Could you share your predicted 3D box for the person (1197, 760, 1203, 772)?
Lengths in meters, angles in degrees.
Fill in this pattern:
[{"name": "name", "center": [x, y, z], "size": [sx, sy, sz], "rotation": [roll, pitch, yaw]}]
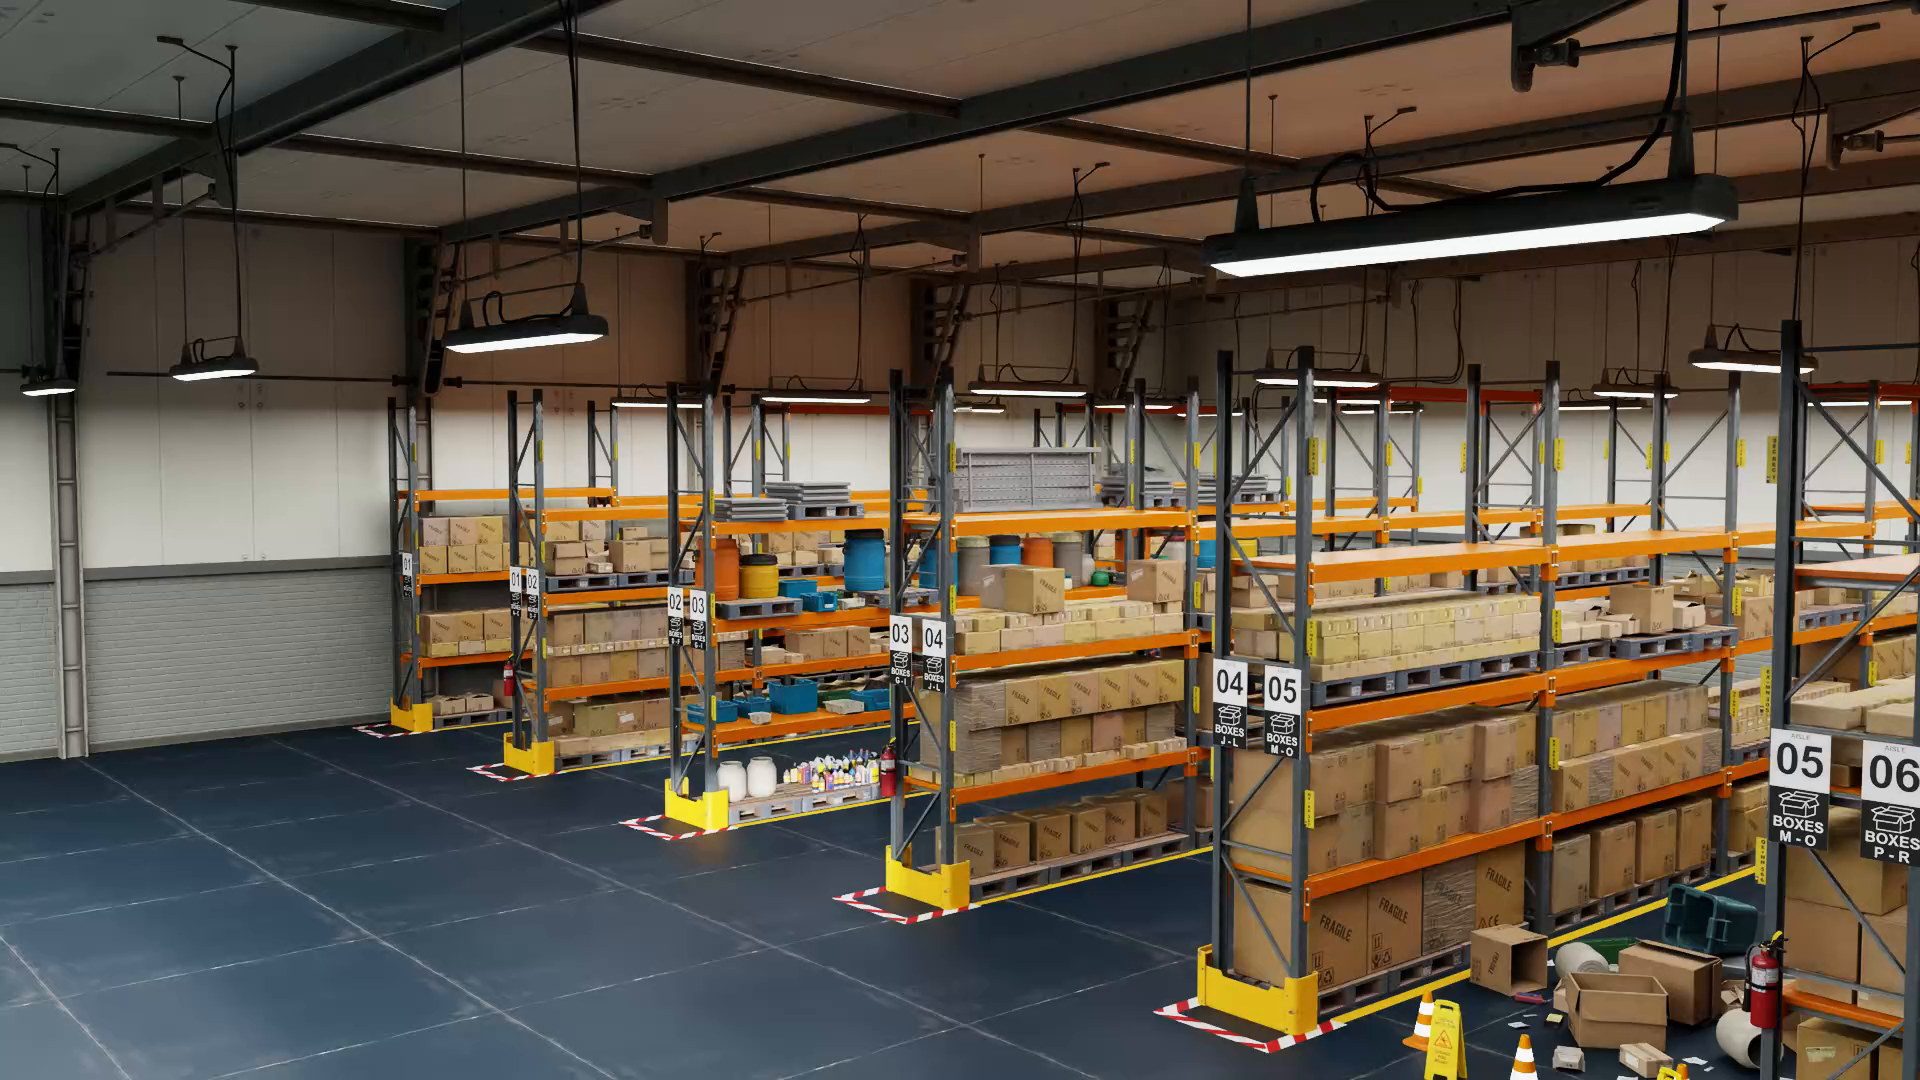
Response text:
[{"name": "person", "center": [3.848, 2.808, 26.159], "size": [0.720, 1.683, 0.590], "rotation": [-3, 4, -41]}]
